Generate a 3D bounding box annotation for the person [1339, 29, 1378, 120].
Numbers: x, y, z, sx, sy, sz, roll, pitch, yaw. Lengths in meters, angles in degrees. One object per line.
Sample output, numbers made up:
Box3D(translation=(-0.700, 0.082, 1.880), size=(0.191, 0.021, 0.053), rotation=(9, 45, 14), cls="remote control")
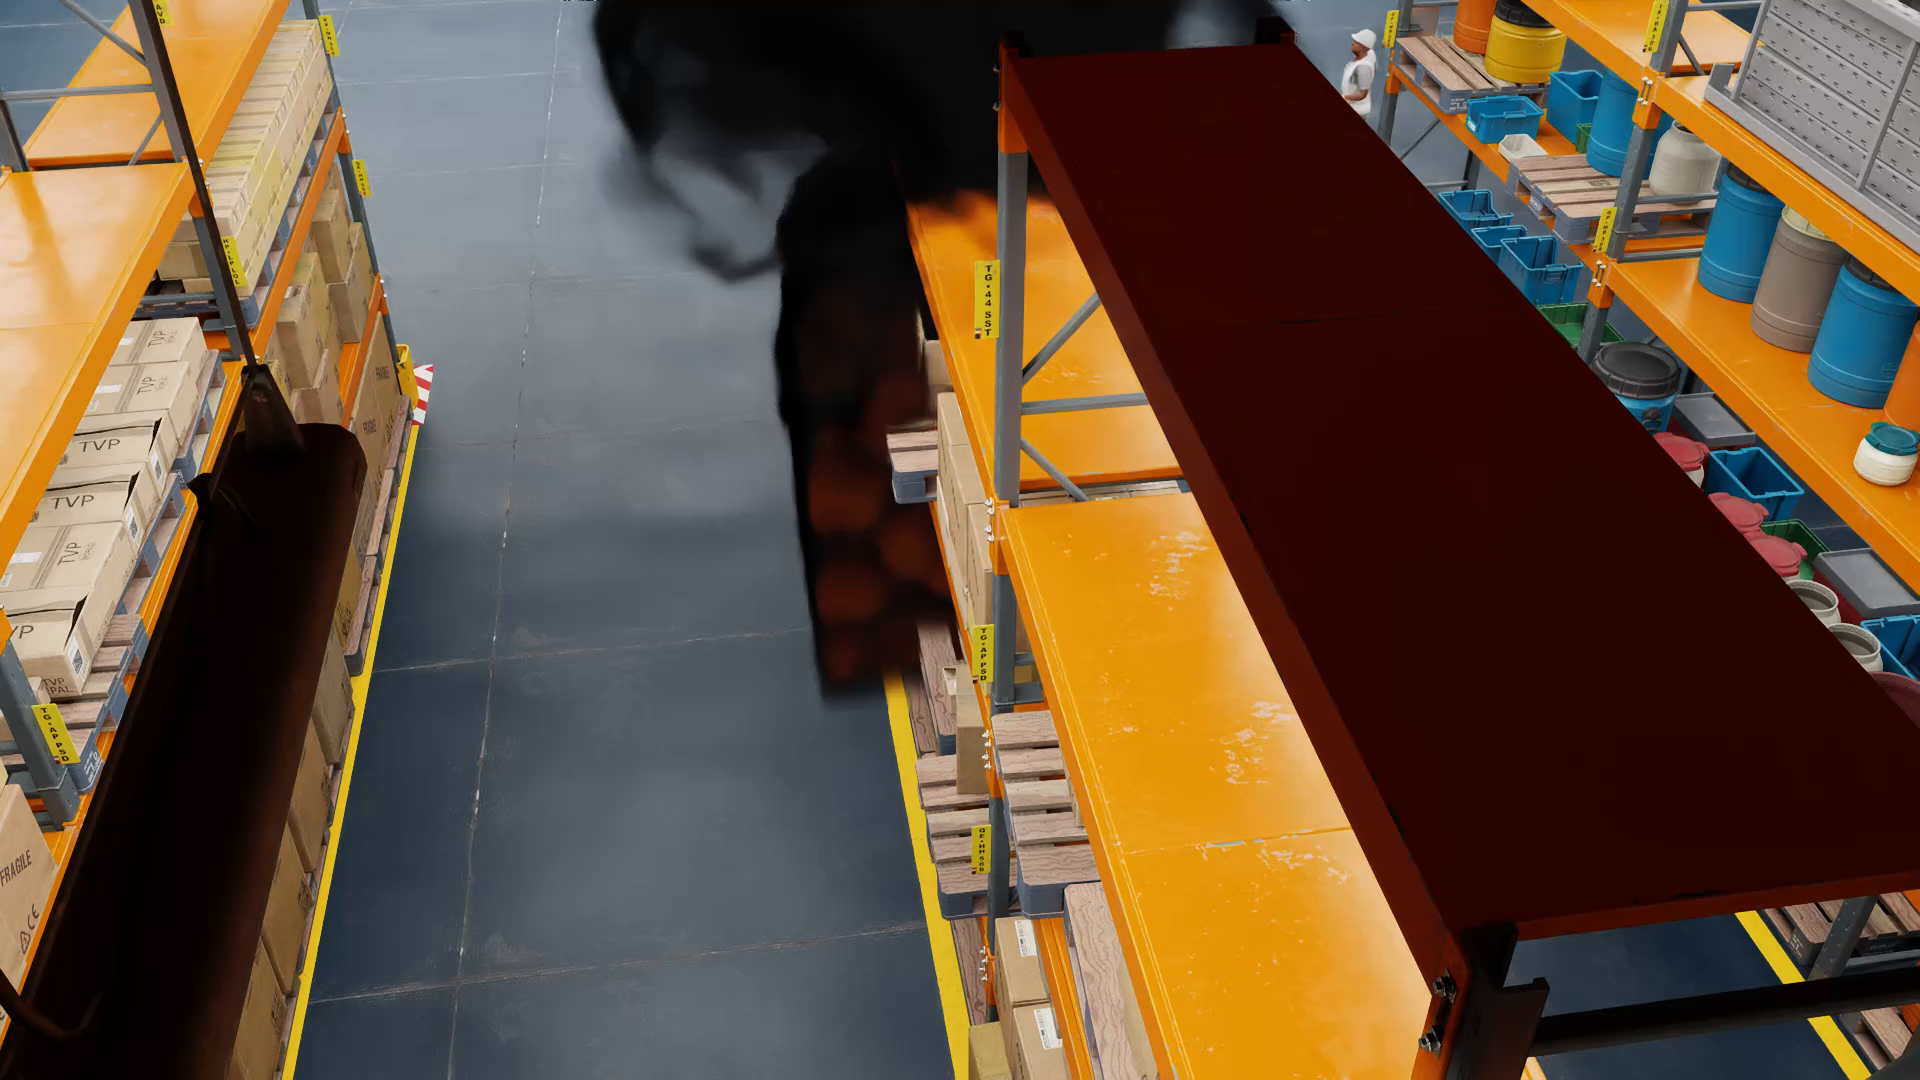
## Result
Box3D(translation=(4.343, -4.857, 18.578), size=(0.570, 1.735, 0.657), rotation=(5, 37, 7), cls="person")
